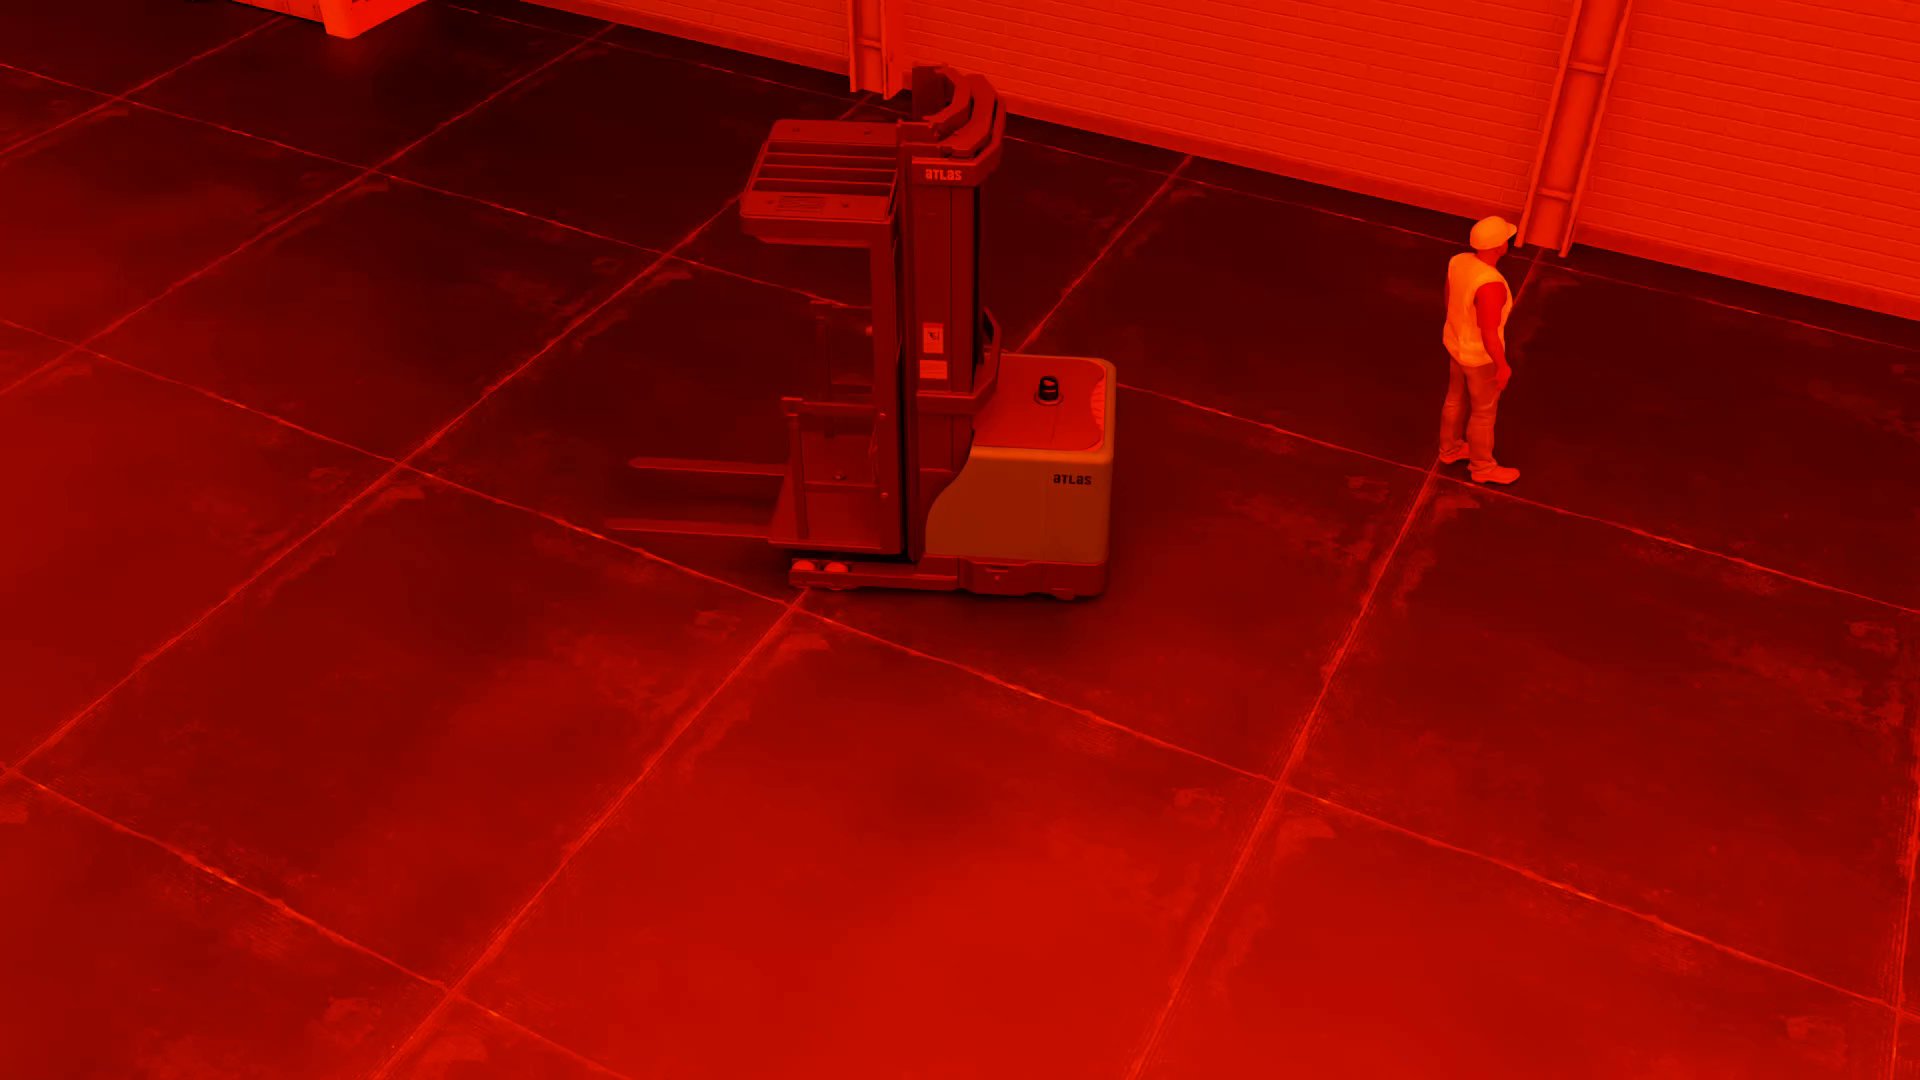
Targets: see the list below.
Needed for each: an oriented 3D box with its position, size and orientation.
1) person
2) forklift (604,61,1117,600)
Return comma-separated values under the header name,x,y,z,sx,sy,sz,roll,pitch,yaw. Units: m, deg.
name,x,y,z,sx,sy,sz,roll,pitch,yaw
person,3.261,-1.203,10.308,0.577,1.765,0.666,-8,41,-9
forklift,-0.606,-1.157,9.360,3.031,2.935,1.130,3,40,4
